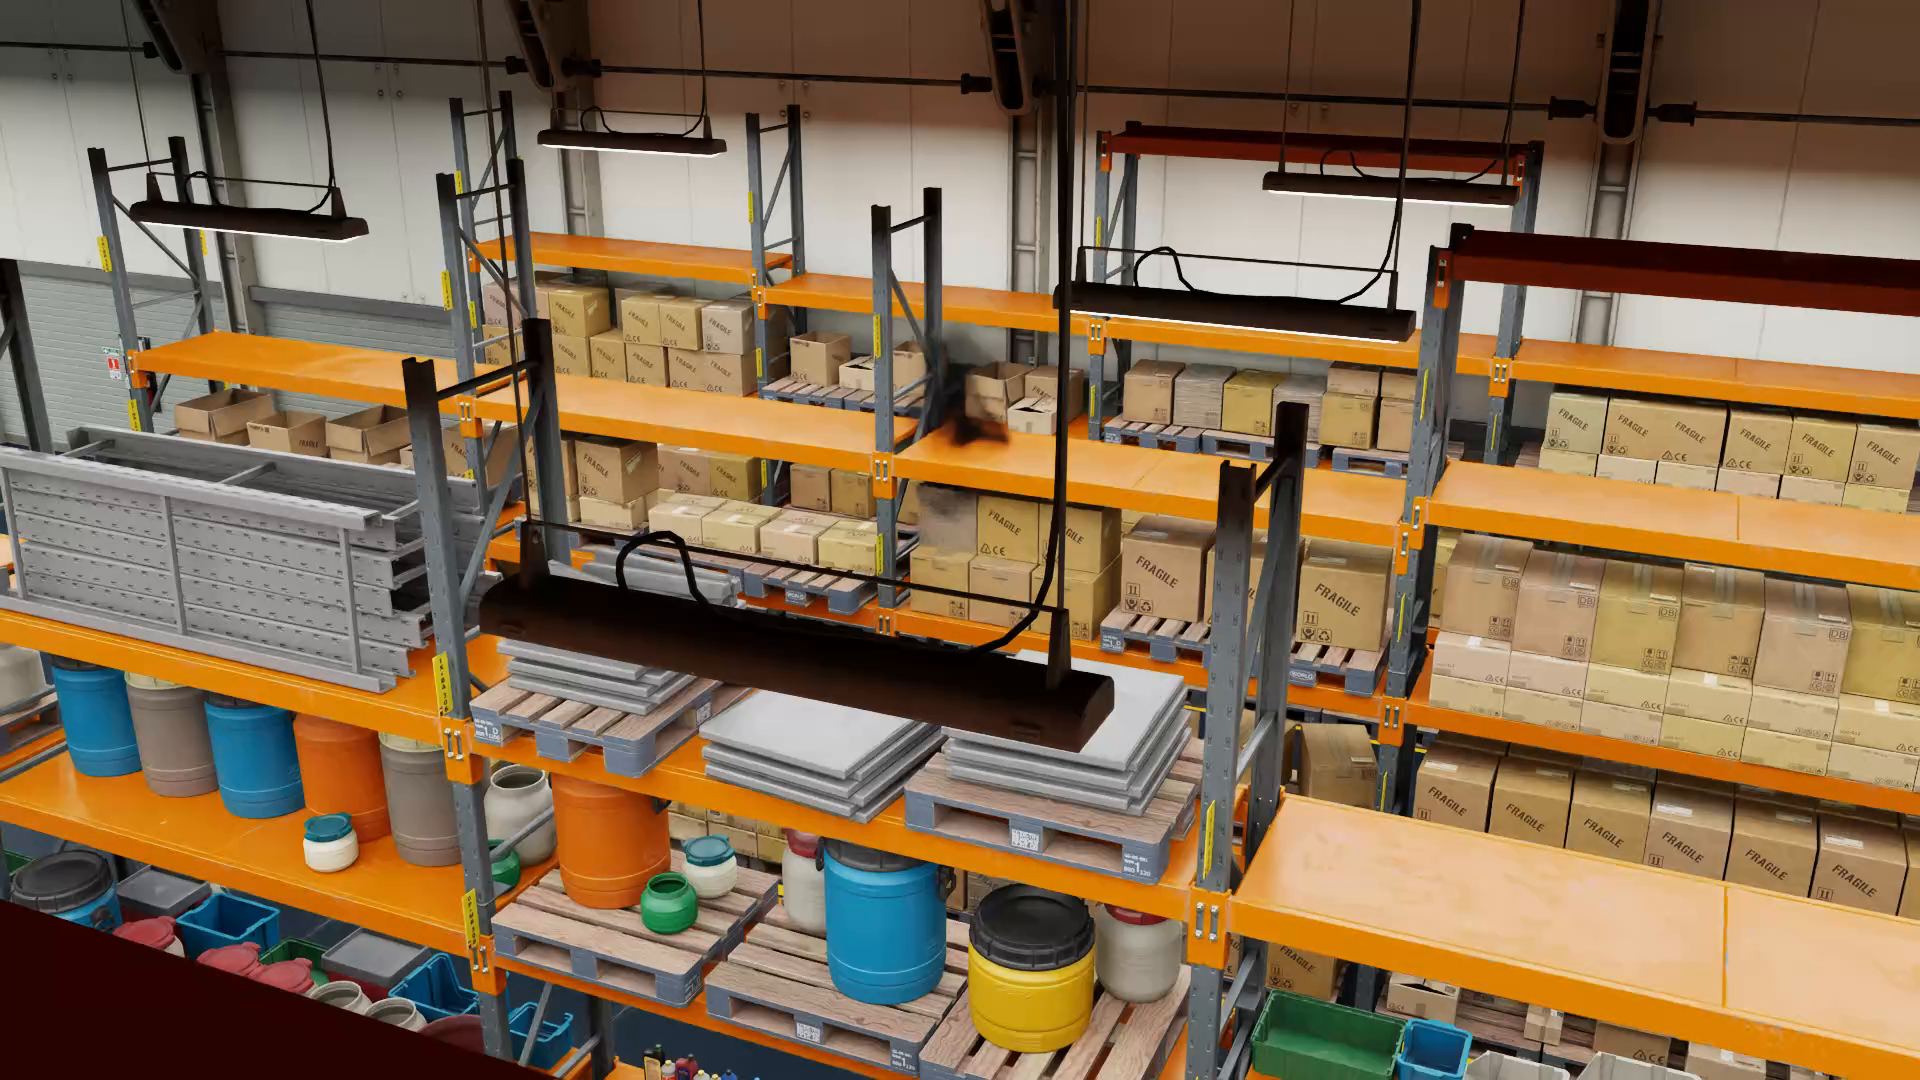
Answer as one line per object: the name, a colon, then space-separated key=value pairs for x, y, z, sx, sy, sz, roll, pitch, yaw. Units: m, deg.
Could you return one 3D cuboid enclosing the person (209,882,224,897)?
person: x=-6.241 y=2.521 z=13.485 sx=0.645 sy=1.747 sz=0.717 roll=8 pitch=22 yaw=21
